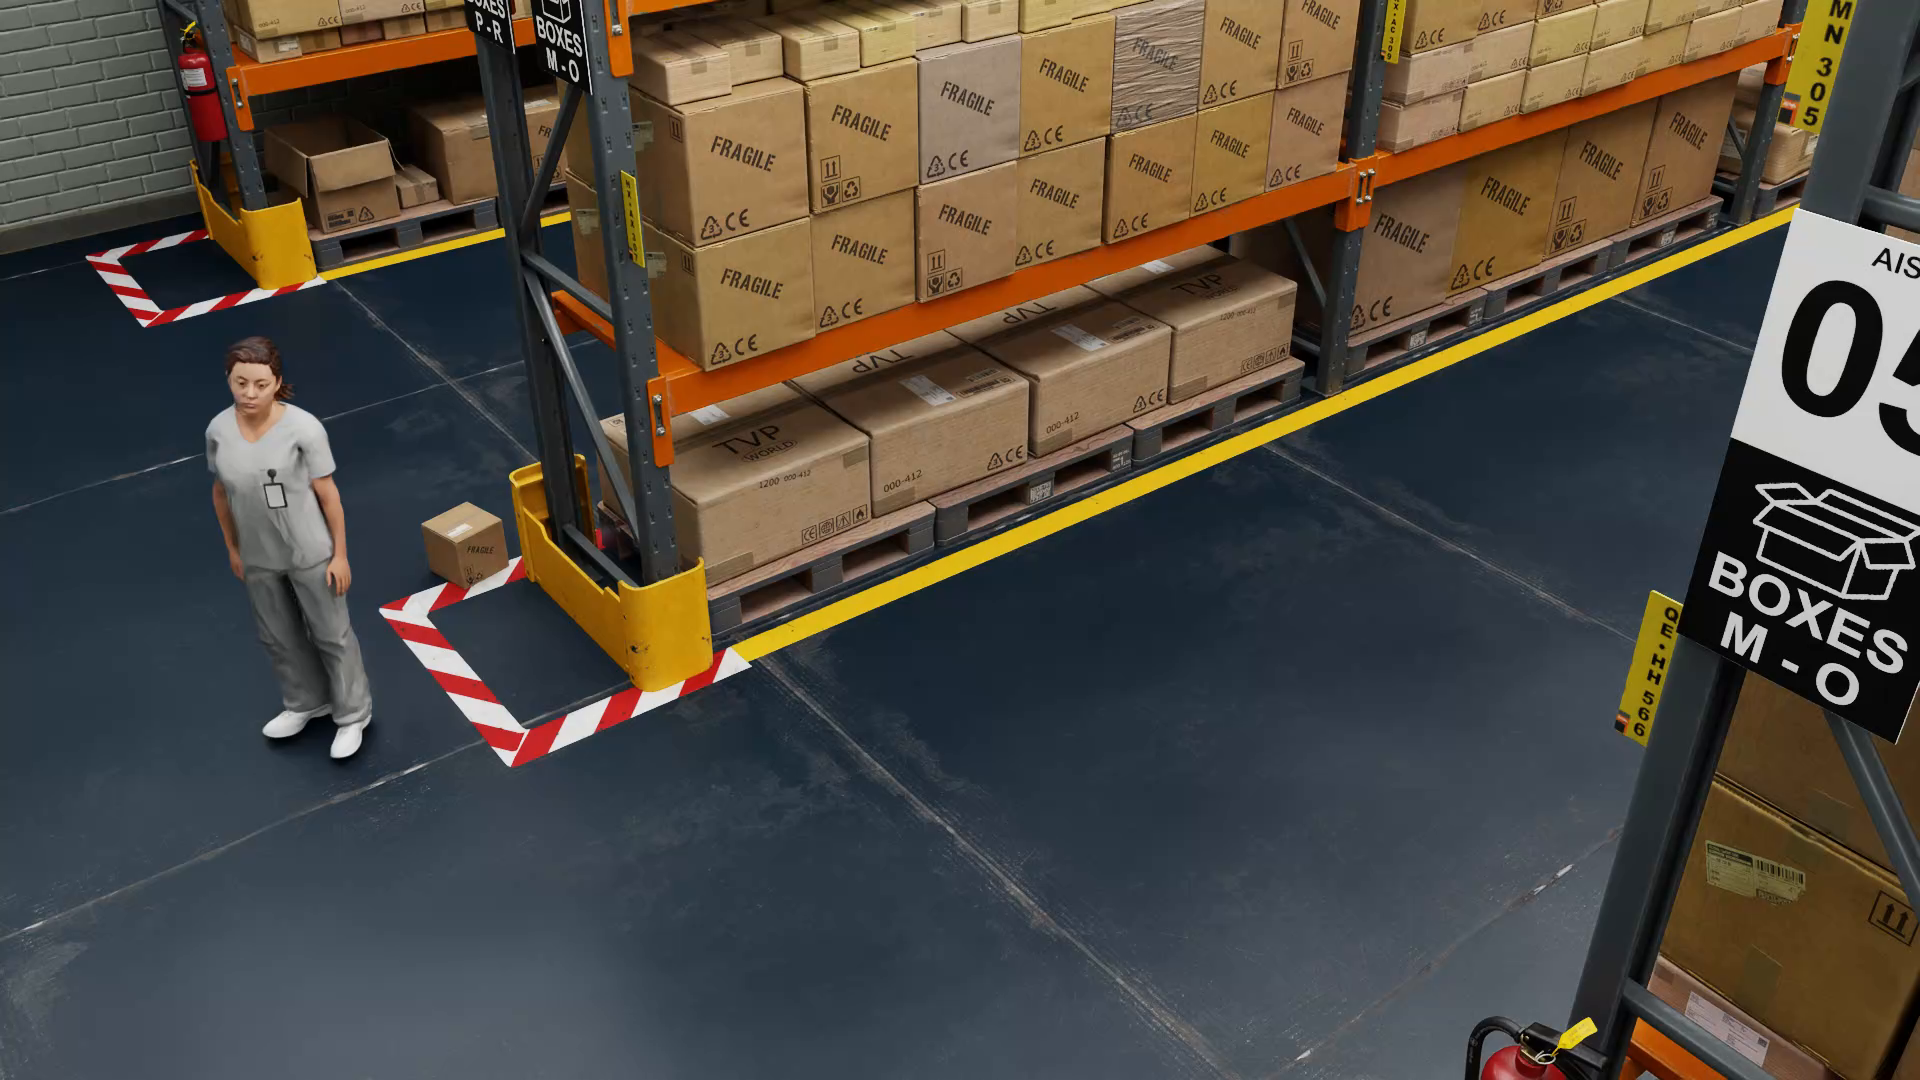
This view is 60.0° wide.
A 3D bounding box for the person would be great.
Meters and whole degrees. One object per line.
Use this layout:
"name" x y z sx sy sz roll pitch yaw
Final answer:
"person" -2.451 0.044 6.050 0.489 1.672 0.373 3 32 5
